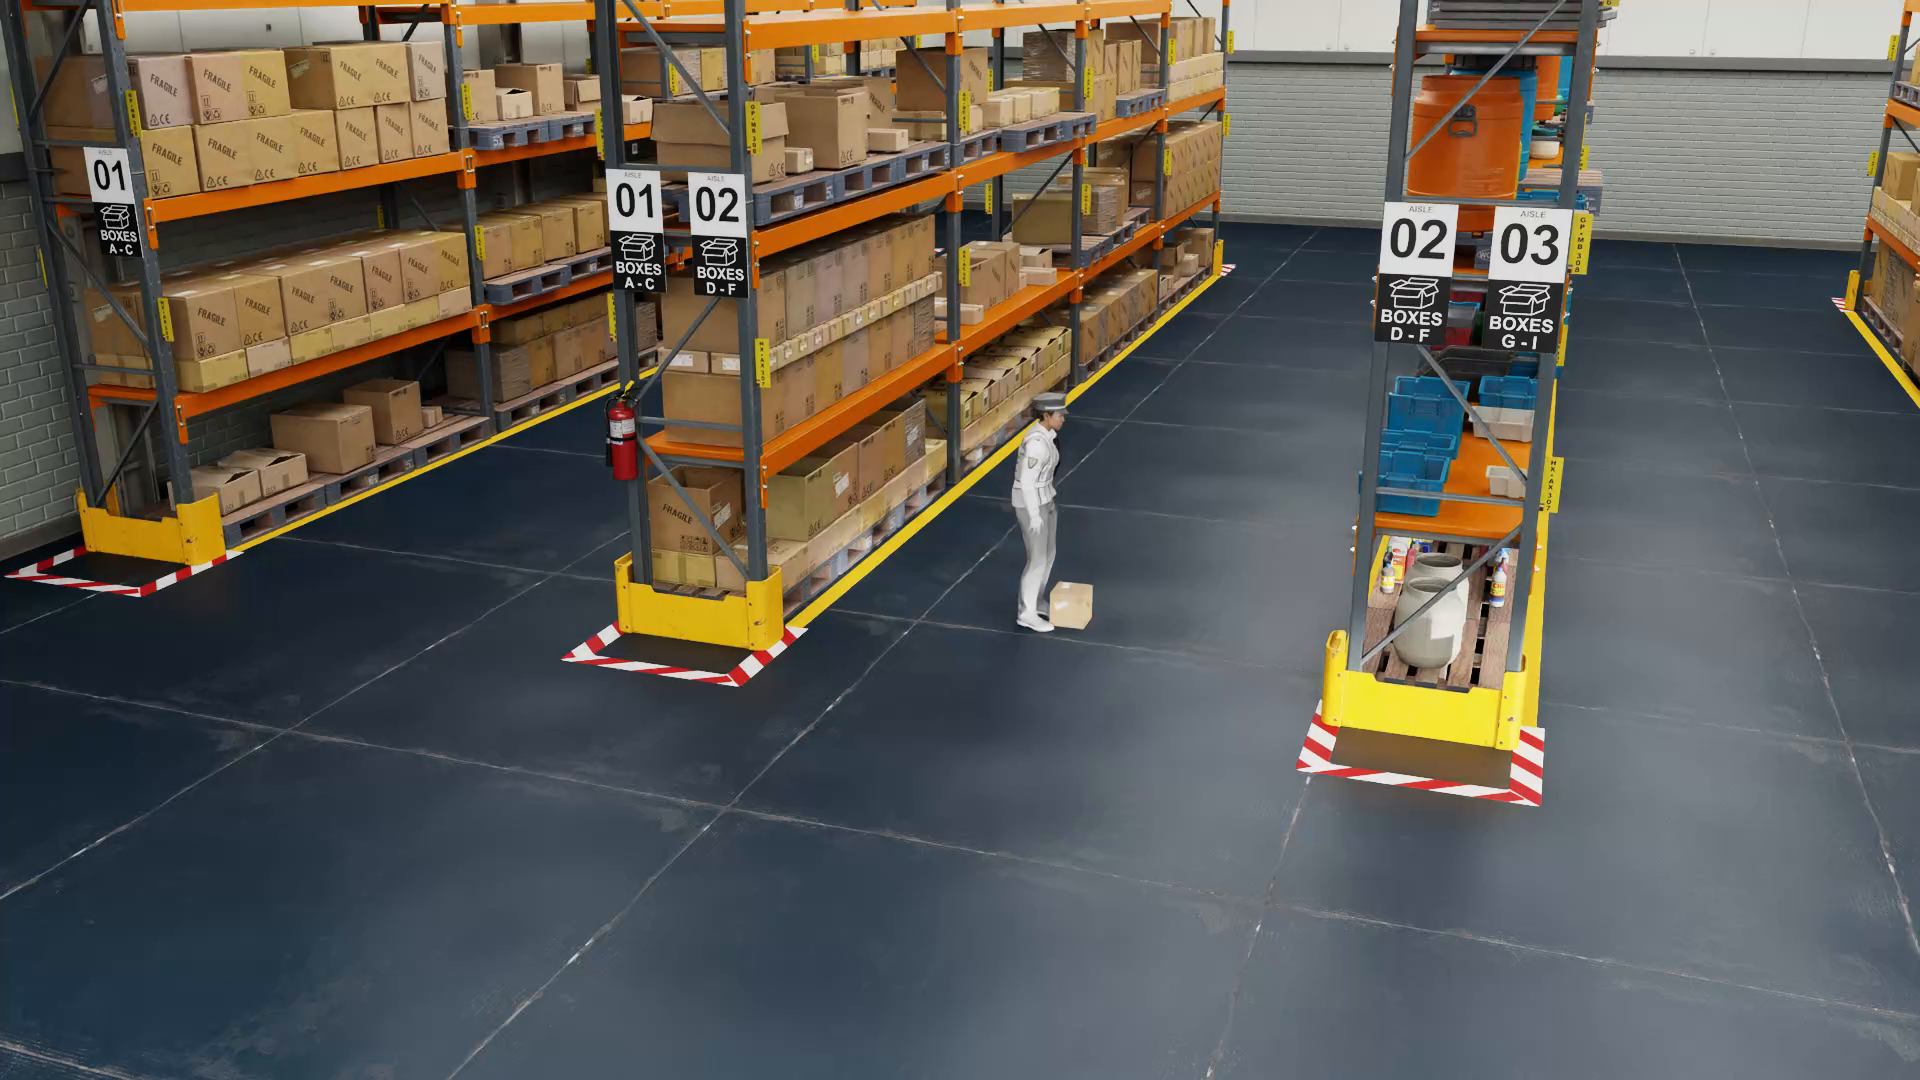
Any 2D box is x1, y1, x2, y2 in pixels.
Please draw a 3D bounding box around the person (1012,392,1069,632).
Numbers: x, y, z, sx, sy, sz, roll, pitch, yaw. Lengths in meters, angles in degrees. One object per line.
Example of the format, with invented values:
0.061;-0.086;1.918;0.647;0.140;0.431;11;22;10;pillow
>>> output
0.562;-0.222;11.724;0.375;1.653;0.530;5;20;16;person
